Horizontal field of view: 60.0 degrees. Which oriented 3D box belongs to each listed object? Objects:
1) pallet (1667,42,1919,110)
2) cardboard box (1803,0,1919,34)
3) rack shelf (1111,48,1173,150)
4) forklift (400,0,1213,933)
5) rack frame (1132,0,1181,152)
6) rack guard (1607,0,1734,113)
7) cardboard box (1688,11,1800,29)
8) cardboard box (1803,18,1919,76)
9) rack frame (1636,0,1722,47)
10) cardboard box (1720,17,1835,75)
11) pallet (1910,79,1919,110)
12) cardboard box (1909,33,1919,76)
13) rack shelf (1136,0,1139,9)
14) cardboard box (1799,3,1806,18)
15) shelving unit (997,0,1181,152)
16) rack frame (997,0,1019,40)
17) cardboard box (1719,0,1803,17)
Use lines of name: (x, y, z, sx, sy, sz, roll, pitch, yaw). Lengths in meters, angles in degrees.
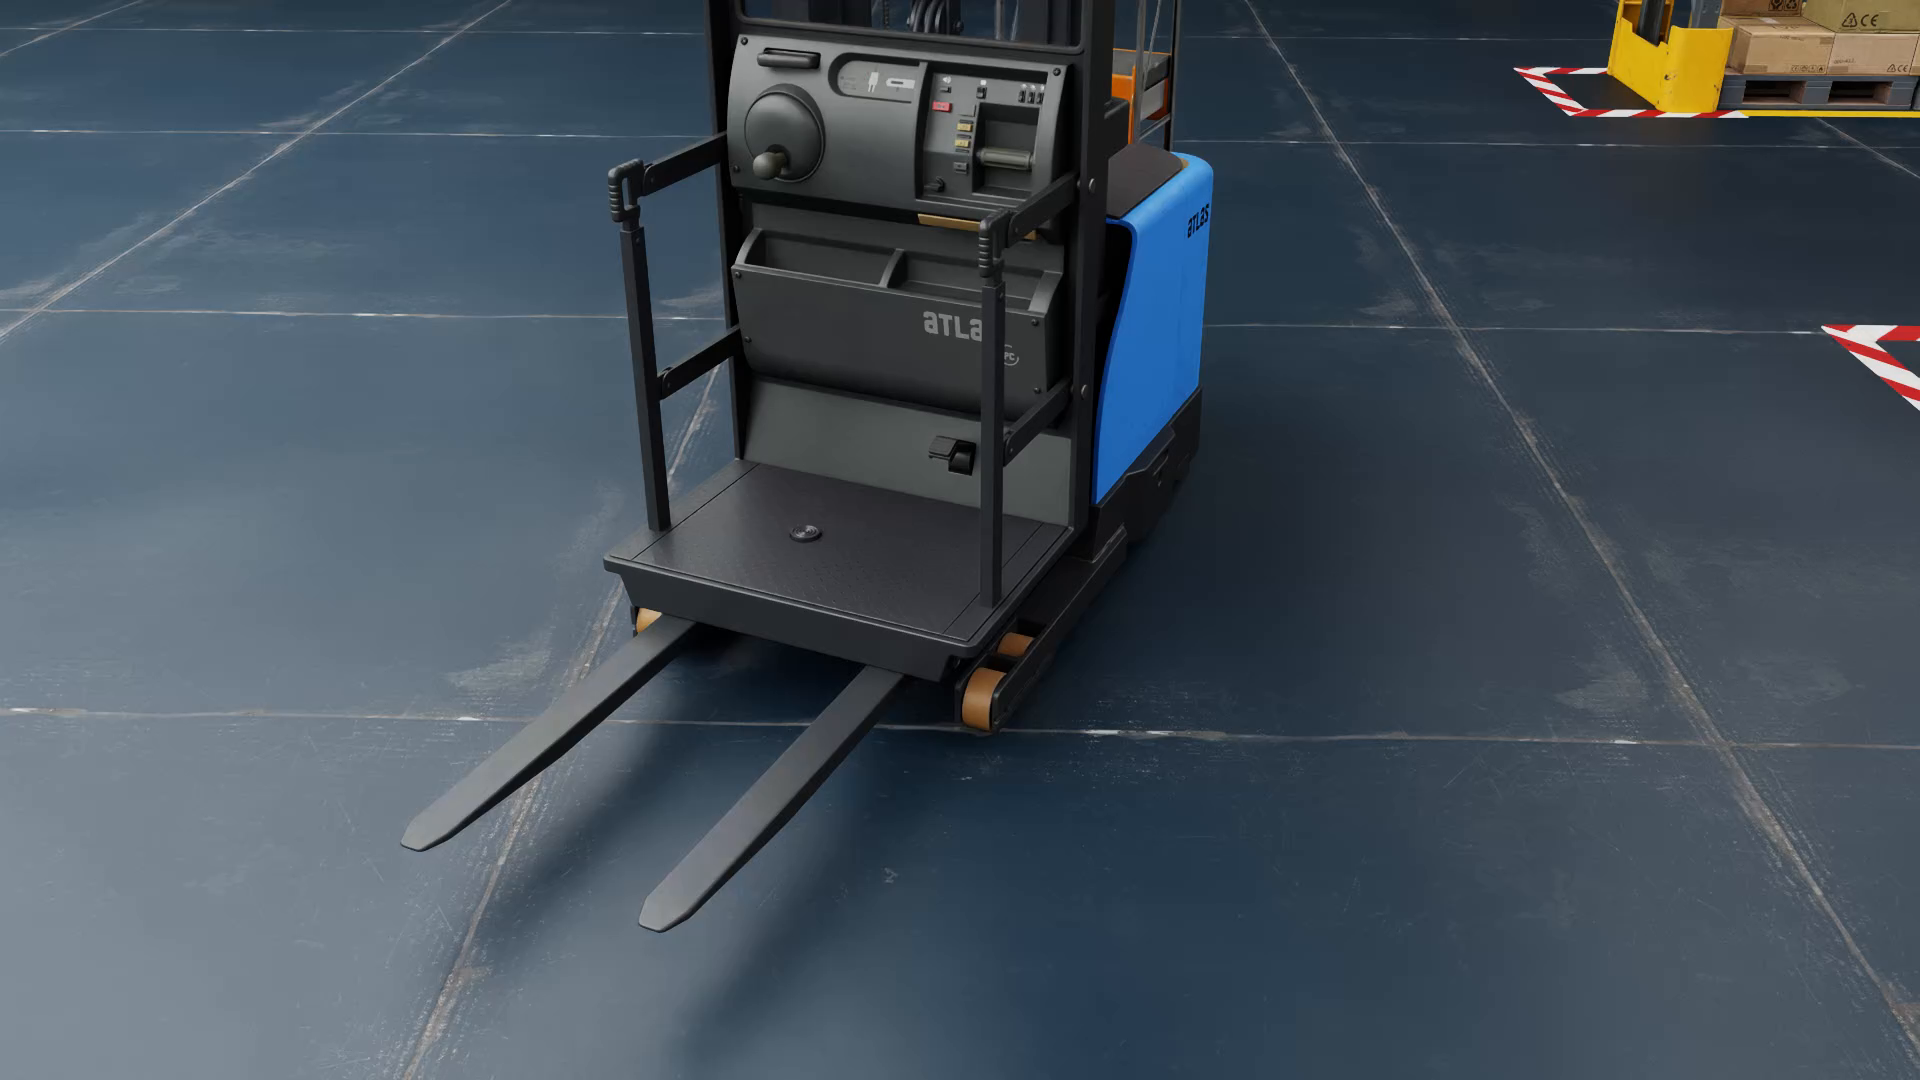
pallet: (5.286, -2.987, 10.660, 1.213, 0.211, 1.003, 1, 28, 2)
cardboard box: (5.548, -3.394, 10.136, 0.500, 0.500, 0.500, 1, 28, 2)
rack shelf: (0.435, -1.431, 5.737, 0.480, 0.518, 0.431, 12, 30, 22)
forklift: (-0.262, -1.029, 4.061, 1.130, 2.935, 3.031, 12, 30, 22)
rack frame: (0.657, -1.395, 5.640, 0.015, 2.100, 0.400, 12, 30, 22)
rack guard: (4.496, -3.108, 10.579, 0.348, 0.500, 1.175, 1, 28, 2)
cardboard box: (5.067, -3.312, 10.783, 0.500, 0.250, 0.500, 1, 28, 2)
cardboard box: (5.548, -3.063, 10.313, 0.500, 0.250, 0.500, 1, 28, 2)
rack frame: (4.520, -4.212, 9.993, 0.127, 3.000, 1.000, 1, 28, 2)
cardboard box: (5.048, -3.070, 10.326, 0.500, 0.250, 0.500, 1, 28, 2)
pallet: (6.502, -2.966, 10.619, 1.213, 0.211, 1.003, 1, 28, 2)
cardboard box: (6.048, -3.055, 10.297, 0.500, 0.250, 0.500, 1, 28, 2)
rack shelf: (0.435, -2.050, 5.410, 0.480, 0.518, 0.431, 12, 30, 22)
cardboard box: (5.567, -3.310, 10.778, 0.500, 0.250, 0.500, 1, 28, 2)
shelving unit: (0.435, -1.443, 5.731, 0.503, 2.100, 0.431, 12, 30, 22)
rack frame: (0.214, -1.492, 5.822, 0.015, 2.100, 0.400, 12, 30, 22)
cardboard box: (5.067, -3.645, 10.609, 0.500, 0.500, 0.500, 1, 28, 2)
